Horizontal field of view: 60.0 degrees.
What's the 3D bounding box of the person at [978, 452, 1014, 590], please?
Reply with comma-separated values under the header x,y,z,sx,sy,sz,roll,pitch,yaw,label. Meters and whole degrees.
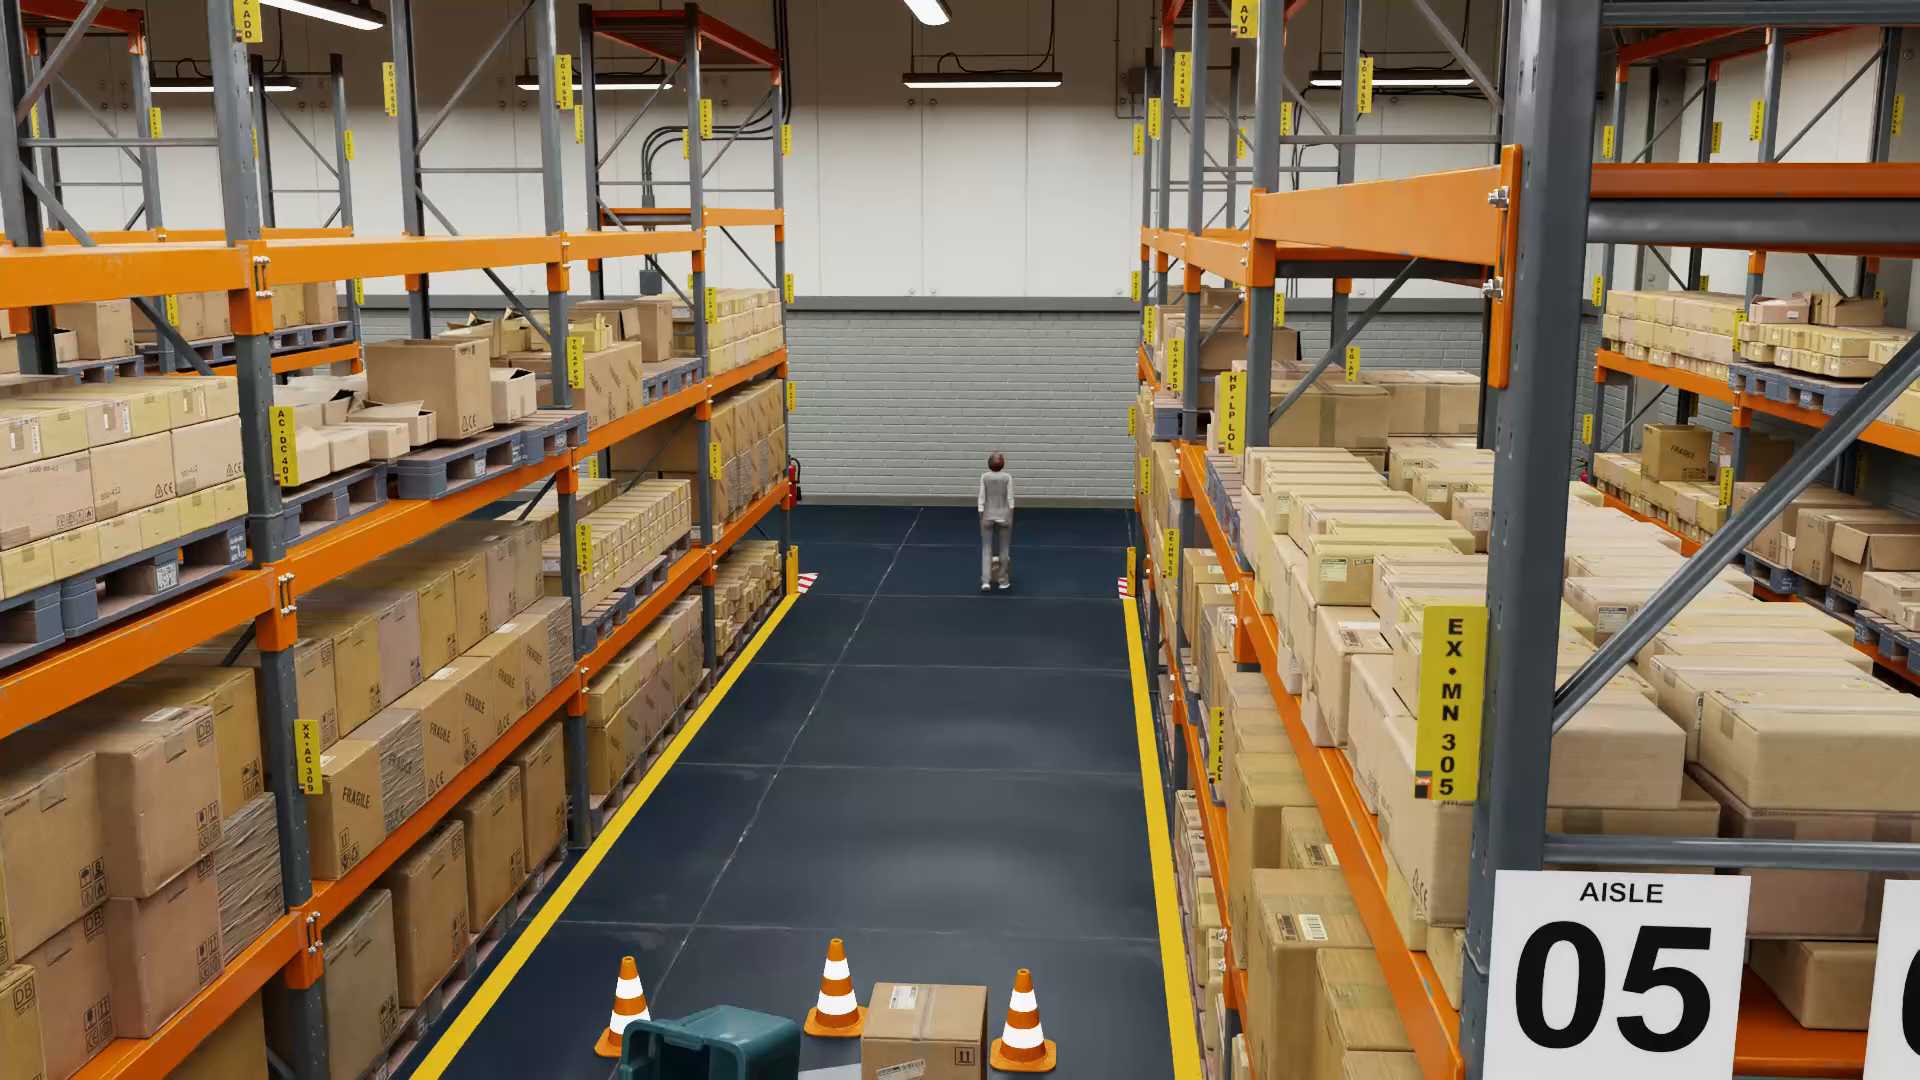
x,y,z,sx,sy,sz,roll,pitch,yaw,label
0.412,-0.196,19.114,0.412,1.654,0.365,1,11,5,person
